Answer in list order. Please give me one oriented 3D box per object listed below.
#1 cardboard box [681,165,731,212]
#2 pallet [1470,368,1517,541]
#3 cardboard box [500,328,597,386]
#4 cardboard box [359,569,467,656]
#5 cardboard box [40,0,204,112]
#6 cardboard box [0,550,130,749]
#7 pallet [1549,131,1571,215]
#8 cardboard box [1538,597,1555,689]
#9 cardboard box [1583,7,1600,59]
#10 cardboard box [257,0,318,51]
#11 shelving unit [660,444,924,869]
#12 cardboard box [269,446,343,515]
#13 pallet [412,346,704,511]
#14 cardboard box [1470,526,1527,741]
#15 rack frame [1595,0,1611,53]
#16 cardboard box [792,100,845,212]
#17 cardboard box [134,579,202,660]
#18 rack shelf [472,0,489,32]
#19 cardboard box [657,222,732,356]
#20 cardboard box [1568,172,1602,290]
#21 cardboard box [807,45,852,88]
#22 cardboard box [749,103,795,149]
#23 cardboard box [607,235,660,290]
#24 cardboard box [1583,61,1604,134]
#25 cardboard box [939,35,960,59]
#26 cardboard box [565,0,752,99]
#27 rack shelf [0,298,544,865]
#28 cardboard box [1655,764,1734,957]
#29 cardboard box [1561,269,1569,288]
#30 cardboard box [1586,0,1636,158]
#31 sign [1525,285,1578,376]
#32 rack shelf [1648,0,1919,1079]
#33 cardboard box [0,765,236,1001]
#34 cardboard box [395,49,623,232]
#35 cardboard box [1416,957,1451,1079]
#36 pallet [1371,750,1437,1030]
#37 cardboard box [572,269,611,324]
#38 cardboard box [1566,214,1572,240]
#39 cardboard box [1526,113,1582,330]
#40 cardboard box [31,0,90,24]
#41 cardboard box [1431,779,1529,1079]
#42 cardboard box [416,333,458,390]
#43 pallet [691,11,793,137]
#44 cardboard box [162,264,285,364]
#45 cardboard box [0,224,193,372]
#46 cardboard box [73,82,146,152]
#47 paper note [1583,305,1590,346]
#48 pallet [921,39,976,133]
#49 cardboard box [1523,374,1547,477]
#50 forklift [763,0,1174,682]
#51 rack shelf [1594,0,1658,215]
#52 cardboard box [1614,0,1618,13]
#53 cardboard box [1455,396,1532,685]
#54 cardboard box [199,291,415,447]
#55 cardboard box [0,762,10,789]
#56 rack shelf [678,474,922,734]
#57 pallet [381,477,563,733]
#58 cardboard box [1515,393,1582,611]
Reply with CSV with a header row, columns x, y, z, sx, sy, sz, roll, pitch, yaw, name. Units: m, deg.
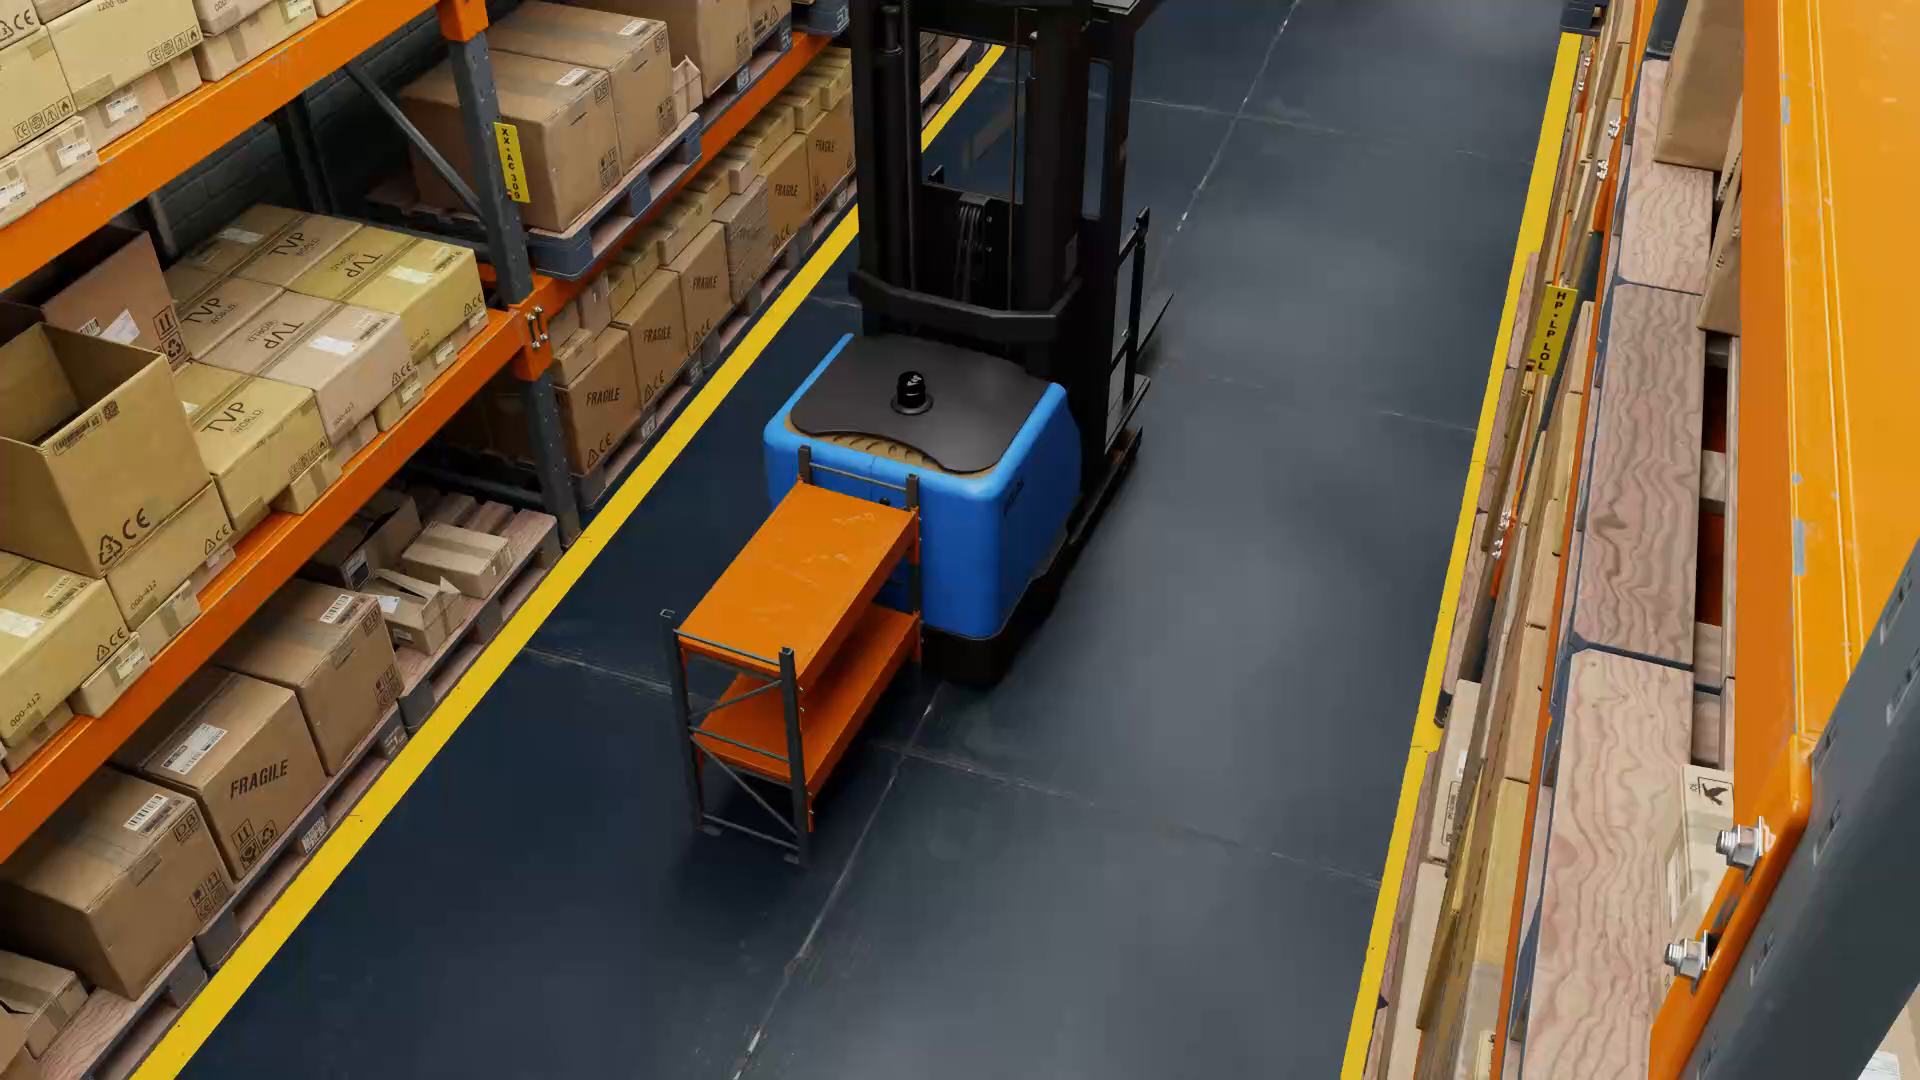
x,y,z,sx,sy,sz,roll,pitch,yaw,name
-1.424,-1.841,8.653,0.380,0.149,0.250,13,42,15,cardboard box
3.026,-0.318,7.914,1.003,0.211,1.213,13,42,15,pallet
-1.876,-0.860,7.503,0.380,0.149,0.250,15,43,17,cardboard box
-2.285,0.259,6.872,0.396,0.266,0.258,15,43,17,cardboard box
-2.532,-1.463,4.682,0.500,0.250,0.500,14,42,16,cardboard box
-2.866,0.305,4.922,0.500,0.250,0.500,13,42,14,cardboard box
4.053,-2.000,9.885,1.003,0.211,1.213,13,42,15,pallet
1.527,0.249,3.753,0.380,0.149,0.250,13,42,15,cardboard box
4.733,-3.425,11.108,0.950,0.372,0.625,16,43,18,cardboard box
-2.281,-1.695,5.261,0.380,0.149,0.250,15,43,17,cardboard box
-0.589,0.433,6.329,0.538,1.125,1.048,16,43,17,shelving unit
-2.431,-0.255,5.885,0.380,0.149,0.250,13,42,14,cardboard box
-2.006,-0.688,8.348,1.003,0.211,1.213,13,42,15,pallet
1.835,0.351,4.904,0.500,0.500,0.500,14,42,15,cardboard box
3.785,-2.585,8.422,1.000,3.000,0.127,13,42,15,rack frame
-1.005,-2.284,9.672,0.500,0.500,0.500,13,42,14,cardboard box
-2.688,0.211,5.338,0.380,0.149,0.250,14,42,16,cardboard box
-1.565,-3.332,7.541,1.077,0.370,4.000,13,42,15,rack shelf
-1.524,-1.329,8.552,0.500,0.500,0.500,12,42,14,cardboard box
2.334,-0.892,5.590,0.500,0.500,0.500,15,43,16,cardboard box
-0.812,-2.782,9.756,0.380,0.149,0.250,11,42,13,cardboard box
-1.140,-2.307,9.199,0.380,0.149,0.250,14,43,16,cardboard box
-1.696,-1.375,8.107,0.380,0.149,0.250,13,42,14,cardboard box
3.020,-1.847,7.288,0.500,0.250,0.500,13,42,15,cardboard box
-0.439,-3.718,11.257,0.875,0.625,0.625,15,43,16,cardboard box
-1.428,-2.482,7.901,0.700,0.500,0.500,13,42,15,cardboard box
-2.933,0.249,5.655,1.077,0.370,4.000,13,42,15,rack shelf
1.187,0.483,2.308,0.380,0.149,0.250,10,42,12,cardboard box
2.503,-0.908,6.187,0.500,0.250,0.500,14,43,16,cardboard box
2.859,-1.833,6.693,0.500,0.500,0.500,14,42,16,cardboard box
1.904,-0.670,5.347,0.100,0.325,0.005,13,42,15,sign
1.733,-0.782,2.549,1.077,0.370,4.000,13,42,15,rack shelf
-2.989,1.122,5.680,0.700,0.500,0.500,15,43,17,cardboard box
-1.873,-1.688,6.970,0.700,0.500,0.500,14,43,16,cardboard box
1.318,1.285,3.809,0.500,0.500,0.500,14,43,16,cardboard box
2.083,1.362,5.944,1.003,0.211,1.213,13,42,15,pallet
-1.832,-1.142,7.605,0.380,0.149,0.250,11,42,13,cardboard box
2.872,-1.347,7.087,0.500,0.250,0.500,13,42,15,cardboard box
3.471,-1.533,8.503,0.875,0.875,0.875,13,42,15,cardboard box
-2.542,-1.652,4.519,0.500,0.250,0.500,14,42,16,cardboard box
1.314,0.903,3.487,0.500,0.500,0.500,13,42,15,cardboard box
-2.189,-0.735,6.447,0.380,0.149,0.250,14,43,16,cardboard box
-1.542,-2.424,8.382,1.003,0.211,1.213,13,42,15,pallet
-2.837,-0.751,6.159,0.500,0.250,0.500,13,42,15,cardboard box
-3.008,-0.737,5.564,0.500,0.500,0.500,12,42,14,cardboard box
-2.568,-1.234,4.722,0.380,0.149,0.250,14,42,16,cardboard box
1.220,-0.418,3.245,0.006,0.032,0.123,13,42,15,paper note
-0.563,-3.117,11.194,1.003,0.211,1.213,13,42,15,pallet
2.333,-0.418,5.997,0.500,0.250,0.500,12,42,14,cardboard box
0.245,-1.487,7.188,1.130,2.935,3.031,15,43,17,forklift
3.101,-2.232,6.252,1.077,0.370,4.000,13,42,15,rack shelf
3.386,-2.757,7.776,0.500,0.500,0.500,12,42,14,cardboard box
2.554,0.108,6.580,0.875,0.875,0.875,15,43,16,cardboard box
-2.351,-0.627,6.014,0.500,0.250,0.500,13,42,15,cardboard box
-3.002,0.677,4.792,0.380,0.149,0.250,15,43,16,cardboard box
-0.589,0.211,6.139,0.538,0.278,1.000,16,43,17,rack shelf
-2.485,0.235,7.266,1.003,0.211,1.213,13,42,15,pallet
1.848,-0.020,4.569,0.500,0.500,0.500,13,42,15,cardboard box
